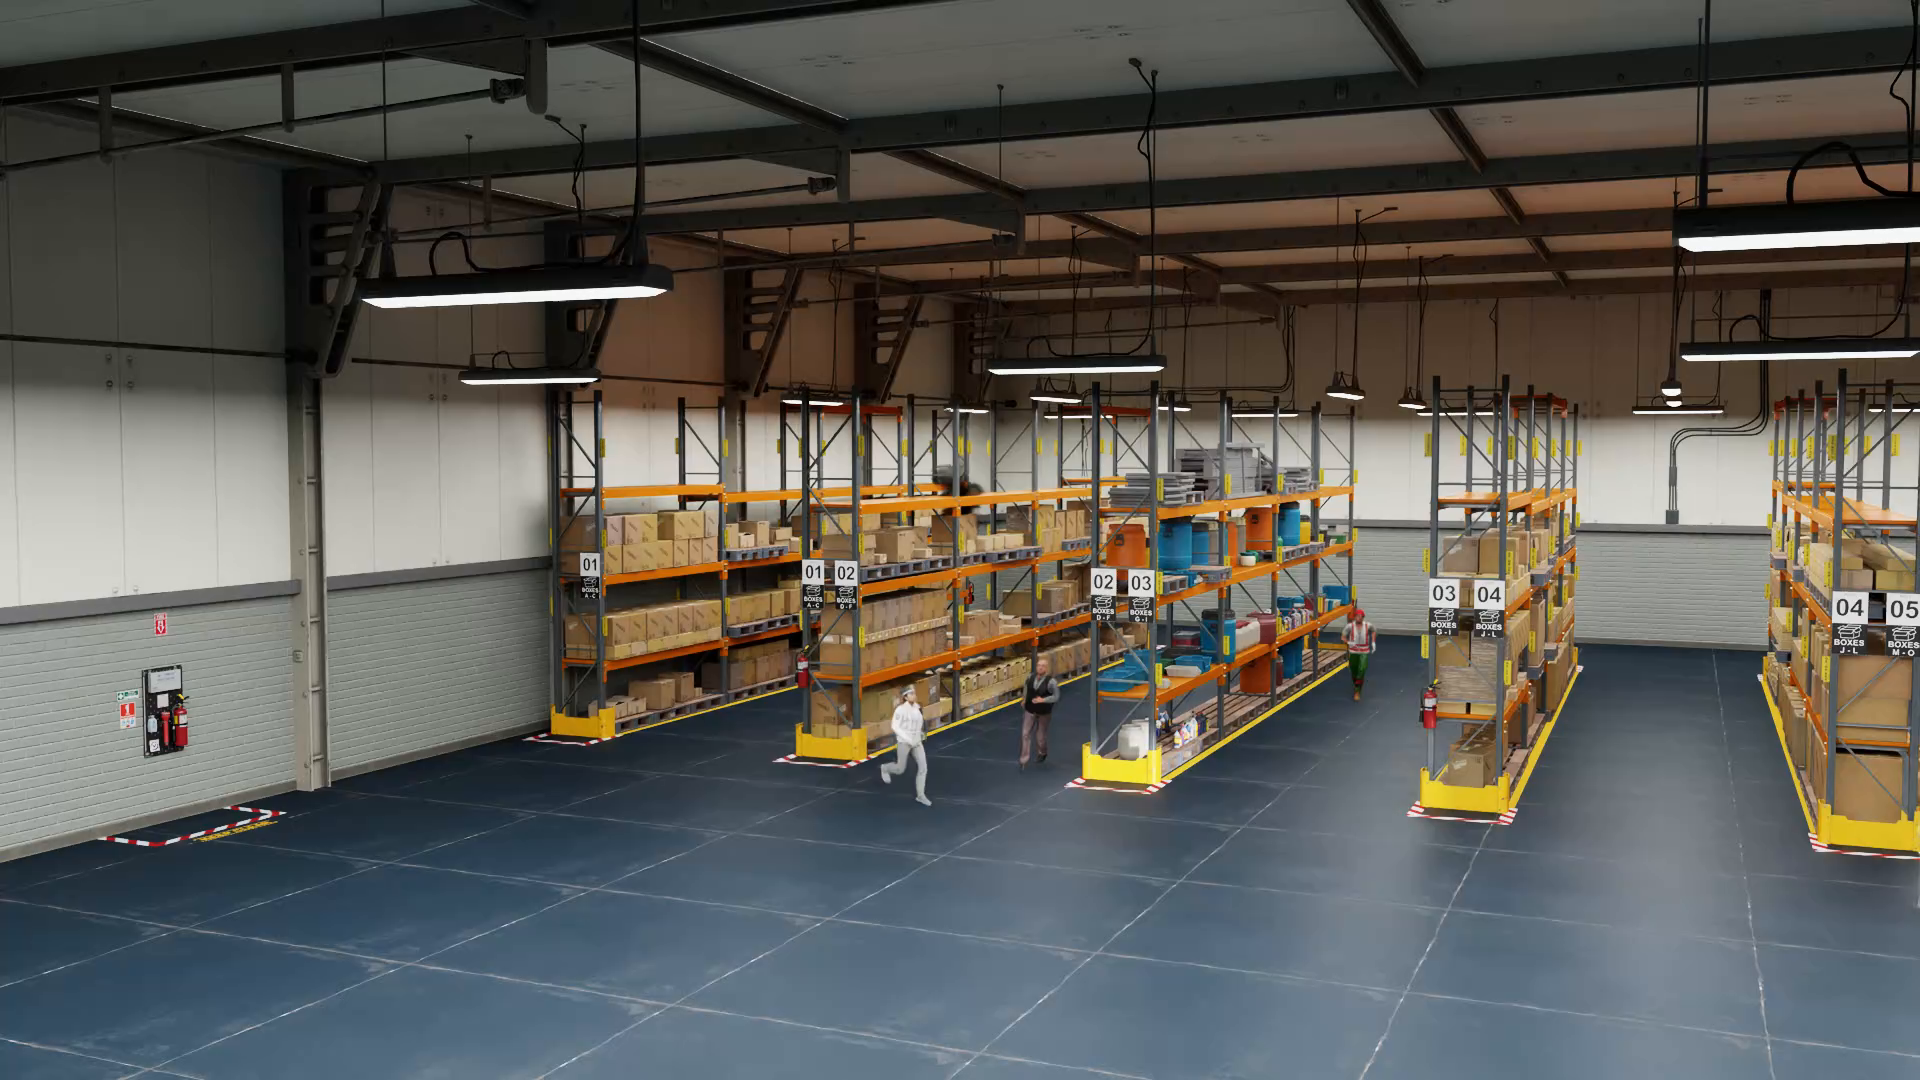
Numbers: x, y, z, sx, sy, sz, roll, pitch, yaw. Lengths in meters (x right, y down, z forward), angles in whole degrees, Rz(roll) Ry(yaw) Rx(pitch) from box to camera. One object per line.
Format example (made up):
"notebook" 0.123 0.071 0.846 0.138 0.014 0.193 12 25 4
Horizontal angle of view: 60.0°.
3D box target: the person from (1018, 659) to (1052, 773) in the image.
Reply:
"person" 1.197 2.731 25.933 0.517 1.766 0.868 1 3 21

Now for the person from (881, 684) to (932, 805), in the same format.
"person" -0.737 2.885 23.655 0.372 1.687 0.956 -3 4 -40

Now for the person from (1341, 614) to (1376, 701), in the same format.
"person" 7.973 2.291 33.283 0.686 1.734 1.054 1 3 11
